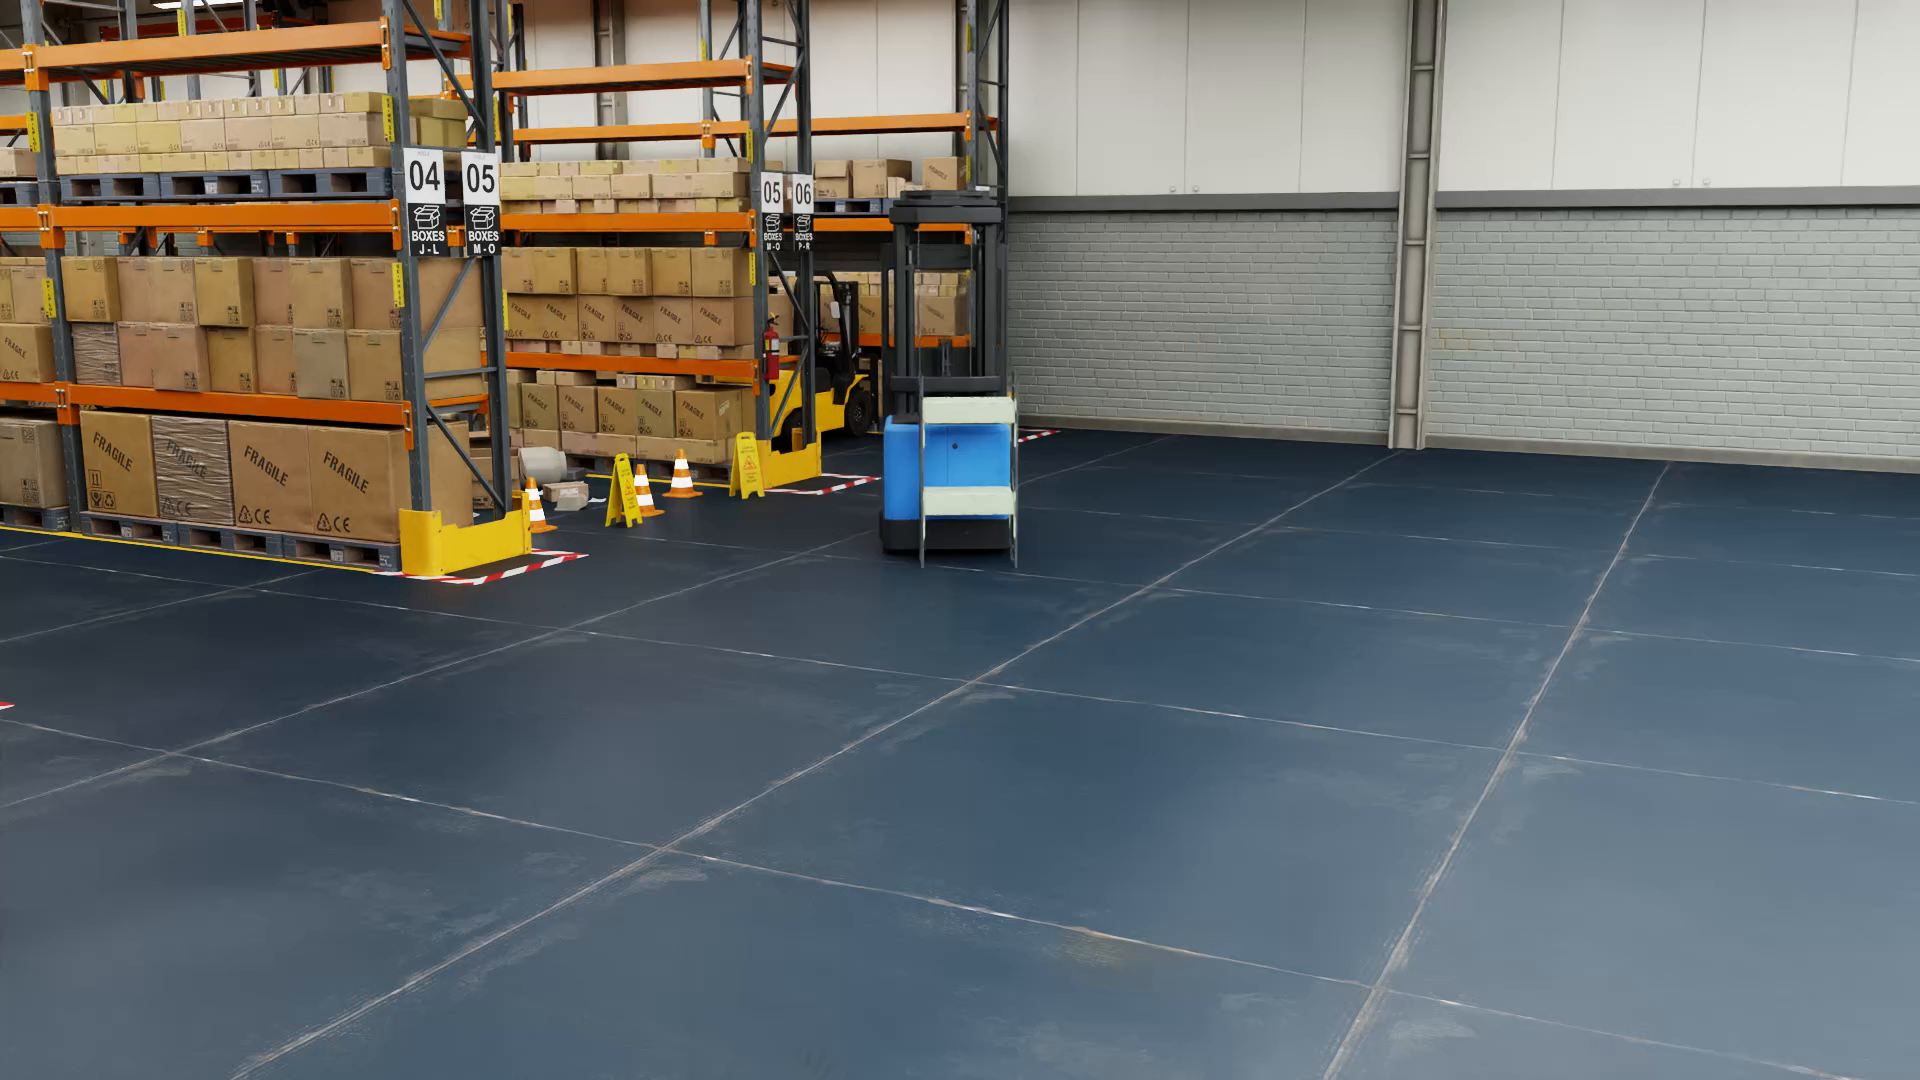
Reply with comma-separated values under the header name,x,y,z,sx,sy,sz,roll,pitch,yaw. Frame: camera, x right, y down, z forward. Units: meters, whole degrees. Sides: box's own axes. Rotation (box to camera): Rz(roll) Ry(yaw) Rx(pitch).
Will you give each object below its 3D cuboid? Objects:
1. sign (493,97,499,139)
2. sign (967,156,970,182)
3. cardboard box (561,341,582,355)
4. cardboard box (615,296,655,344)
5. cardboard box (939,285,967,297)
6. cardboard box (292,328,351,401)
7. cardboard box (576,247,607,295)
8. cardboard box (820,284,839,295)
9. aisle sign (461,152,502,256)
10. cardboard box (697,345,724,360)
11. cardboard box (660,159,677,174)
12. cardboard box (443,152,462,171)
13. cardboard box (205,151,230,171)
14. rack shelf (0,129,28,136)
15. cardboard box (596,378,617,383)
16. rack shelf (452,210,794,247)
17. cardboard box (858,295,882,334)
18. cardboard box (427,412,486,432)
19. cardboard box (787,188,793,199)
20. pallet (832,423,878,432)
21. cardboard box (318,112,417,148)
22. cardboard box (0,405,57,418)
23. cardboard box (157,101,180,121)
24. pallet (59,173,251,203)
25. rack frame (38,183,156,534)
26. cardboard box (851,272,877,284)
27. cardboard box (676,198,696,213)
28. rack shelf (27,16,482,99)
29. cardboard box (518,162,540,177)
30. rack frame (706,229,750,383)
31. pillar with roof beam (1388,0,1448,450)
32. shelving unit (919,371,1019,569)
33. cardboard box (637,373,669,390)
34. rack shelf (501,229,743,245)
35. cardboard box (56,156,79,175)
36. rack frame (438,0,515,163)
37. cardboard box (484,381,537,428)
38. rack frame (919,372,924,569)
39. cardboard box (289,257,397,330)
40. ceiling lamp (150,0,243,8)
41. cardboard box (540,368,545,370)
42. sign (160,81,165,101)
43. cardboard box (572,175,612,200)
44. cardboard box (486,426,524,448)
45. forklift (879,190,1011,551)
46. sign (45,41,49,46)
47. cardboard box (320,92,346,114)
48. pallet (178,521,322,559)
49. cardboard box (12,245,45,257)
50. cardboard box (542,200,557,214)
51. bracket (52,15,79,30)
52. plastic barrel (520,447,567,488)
name,x,y,z,sx,sy,sz,roll,pitch,yaw
sign,-3.681,-3.334,13.127,0.005,0.325,0.100,5,11,26
sign,0.108,-4.679,20.974,0.005,0.325,0.100,5,11,26
cardboard box,-4.136,-2.112,18.183,0.250,0.149,0.380,5,11,26
cardboard box,-3.335,-2.373,17.805,0.500,0.500,0.500,5,11,26
cardboard box,-0.074,-3.243,21.623,0.250,0.149,0.380,5,11,27
cardboard box,-4.788,-1.436,13.321,0.550,0.550,0.875,5,11,26
cardboard box,-3.726,-2.918,18.008,0.500,0.500,0.700,5,11,25
cardboard box,-1.679,-3.383,22.399,0.250,0.149,0.380,5,11,25
aisle sign,-3.736,-2.622,12.994,0.004,0.787,0.394,5,11,26
cardboard box,-2.539,-1.973,17.413,0.250,0.149,0.380,5,11,25
cardboard box,-2.922,-3.895,17.372,0.250,0.149,0.380,5,11,26
cardboard box,-4.098,-2.987,13.133,0.250,0.149,0.380,5,11,26
cardboard box,-5.748,-3.001,13.211,0.250,0.149,0.380,5,11,27
rack shelf,-14.387,-5.603,23.065,4.000,0.370,1.077,5,11,26
cardboard box,-3.855,-1.553,18.825,0.500,0.500,0.500,6,12,29
rack shelf,-3.626,-3.378,18.072,4.000,0.370,1.077,5,11,26
cardboard box,-1.118,-3.021,22.217,0.500,0.500,0.500,5,11,25
cardboard box,-5.891,-1.369,19.569,0.625,0.372,0.950,5,11,27
cardboard box,-2.269,-4.671,22.439,0.250,0.149,0.380,5,12,28
pallet,-1.434,-1.670,22.863,1.213,0.211,1.003,5,11,26
cardboard box,-4.495,-3.099,12.632,0.500,0.250,0.500,5,11,27
cardboard box,-8.979,-0.826,15.511,0.750,0.750,1.050,5,11,26
cardboard box,-6.201,-3.433,13.360,0.250,0.149,0.380,5,11,26
pallet,-6.790,-2.982,14.109,1.213,0.211,1.003,5,11,26
rack frame,-7.519,-1.615,14.734,0.127,3.000,1.000,5,11,26
cardboard box,-1.243,-3.486,22.130,0.250,0.149,0.380,5,12,27
cardboard box,-2.737,-3.475,17.293,0.250,0.149,0.380,5,12,28
rack shelf,-5.726,-3.859,13.428,4.000,0.370,1.077,5,11,26
cardboard box,-4.579,-4.019,18.057,0.250,0.149,0.380,5,11,25
rack frame,-3.227,-3.207,23.528,0.127,3.000,1.000,5,11,26
pillar with roof beam,3.611,-4.882,15.939,0.400,9.000,9.100,5,11,26
shelving unit,0.062,-0.553,13.053,0.755,1.500,0.431,-1,11,-3
cardboard box,-3.249,-1.701,17.819,0.250,0.149,0.380,5,12,27
rack shelf,-5.020,-4.487,24.195,4.000,0.370,1.077,5,11,26
cardboard box,-7.343,-3.141,13.984,0.250,0.149,0.380,5,11,25
rack frame,-5.420,-5.366,18.612,0.127,3.000,1.000,5,11,26
cardboard box,-5.010,-1.547,18.791,0.500,0.500,0.500,6,12,29
rack frame,-0.303,-0.549,13.033,0.023,1.500,0.400,-1,11,-3
cardboard box,-4.782,-1.969,13.236,0.550,0.550,0.875,5,11,26
ceiling lamp,-10.622,-9.245,23.652,2.000,3.185,0.800,5,11,26
cardboard box,-6.260,-2.509,25.160,0.625,0.625,0.875,5,12,28
sign,-13.724,-7.729,28.602,0.005,0.325,0.100,5,11,26
cardboard box,-3.782,-3.764,17.769,0.500,0.250,0.500,5,11,26
cardboard box,-5.010,-1.178,18.858,0.500,0.250,0.500,4,11,23
forklift,-0.143,-1.566,14.655,1.130,2.935,3.031,0,10,-2
sign,-12.364,-6.583,22.489,0.005,0.325,0.100,5,11,26
cardboard box,-4.607,-3.293,12.587,0.250,0.149,0.380,5,11,26
pallet,-5.774,-0.075,14.052,1.213,0.211,1.003,5,11,26
cardboard box,-12.762,-3.971,22.840,0.250,0.149,0.380,5,11,25
cardboard box,-4.326,-3.622,18.105,0.250,0.149,0.380,5,11,24
bracket,-15.792,-9.143,29.373,0.430,0.232,0.235,5,11,26
plastic barrel,-4.355,-0.752,17.197,0.512,0.421,0.421,-4,11,-23
